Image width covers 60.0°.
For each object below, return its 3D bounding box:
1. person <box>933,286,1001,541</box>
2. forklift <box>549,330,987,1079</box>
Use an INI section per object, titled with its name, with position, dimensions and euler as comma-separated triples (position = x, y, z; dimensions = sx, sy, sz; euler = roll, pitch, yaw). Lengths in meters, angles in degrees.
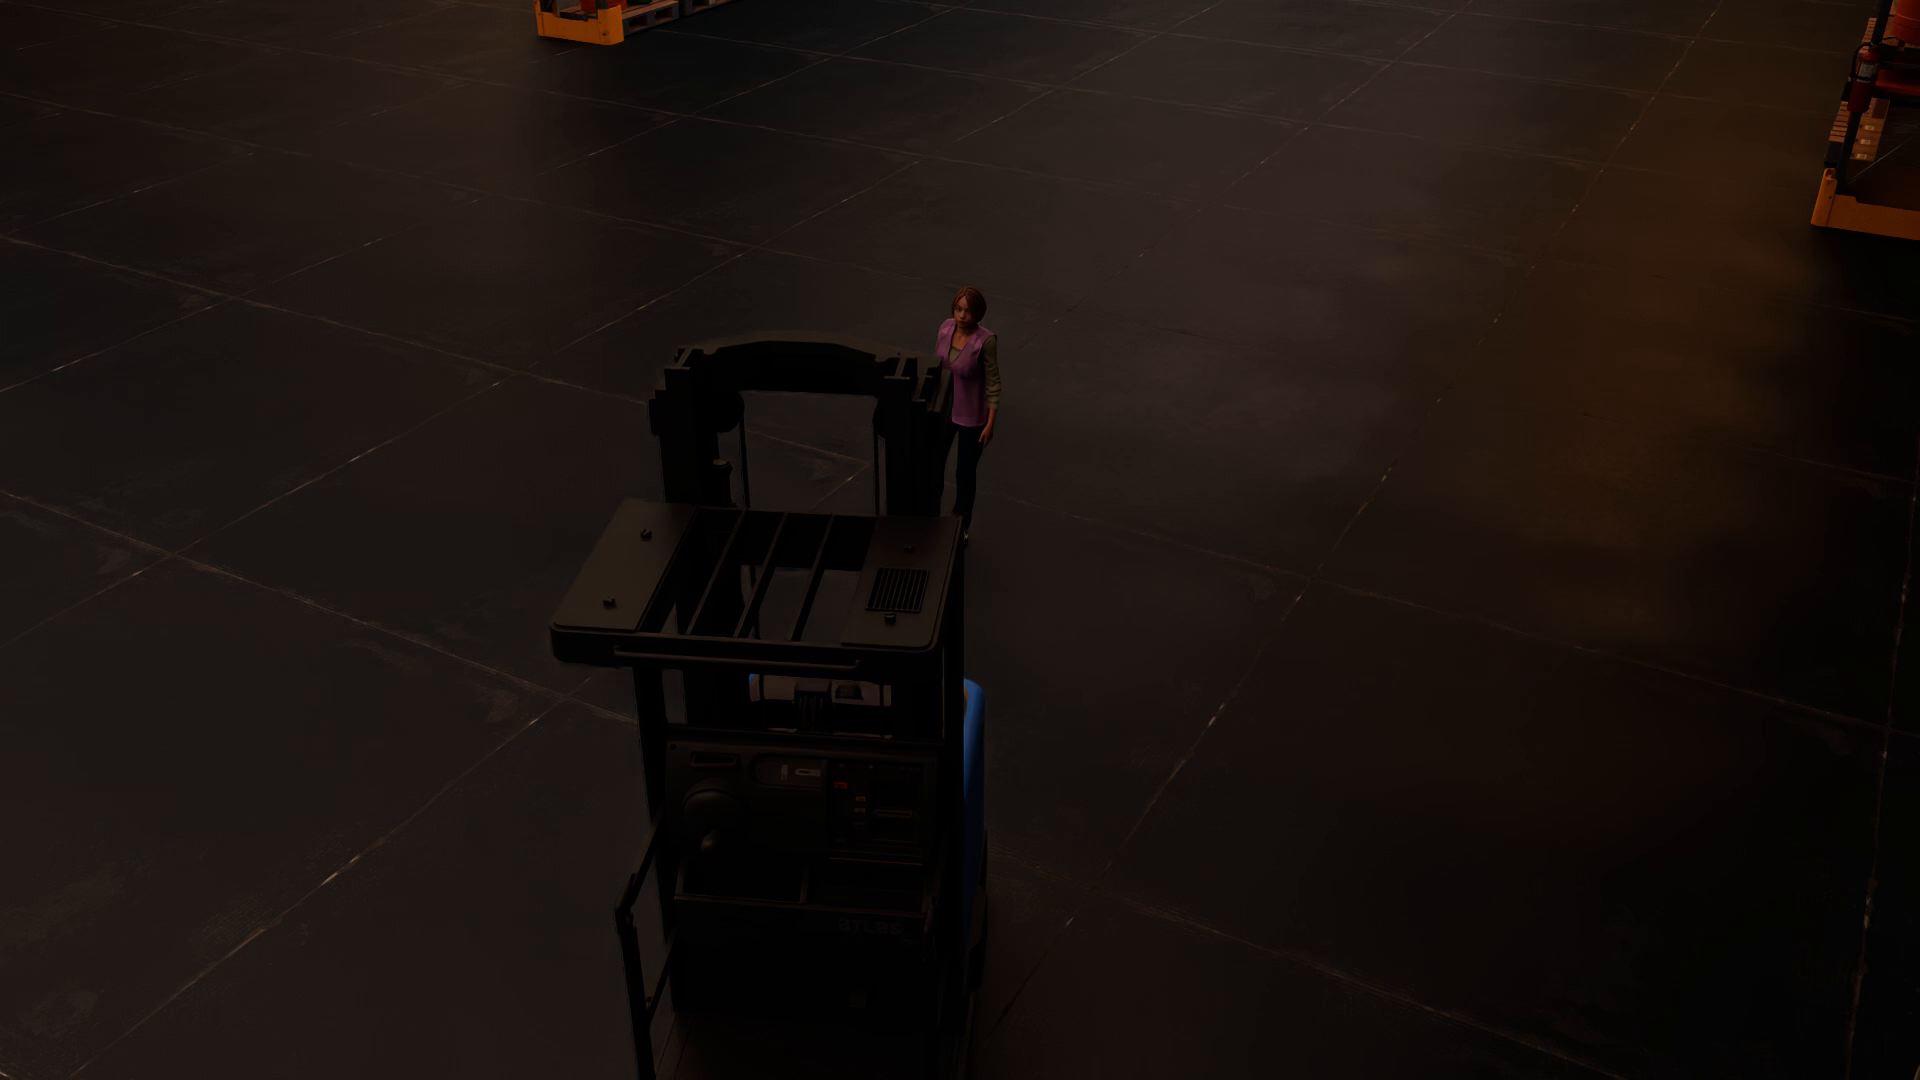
[person]
position = -0.049, -0.669, 9.549
dimensions = 0.520, 1.599, 0.473
euler = 15, 33, 25
[forklift]
position = -0.559, 0.935, 5.450
dimensions = 1.130, 2.935, 3.031
euler = 3, 30, 5
